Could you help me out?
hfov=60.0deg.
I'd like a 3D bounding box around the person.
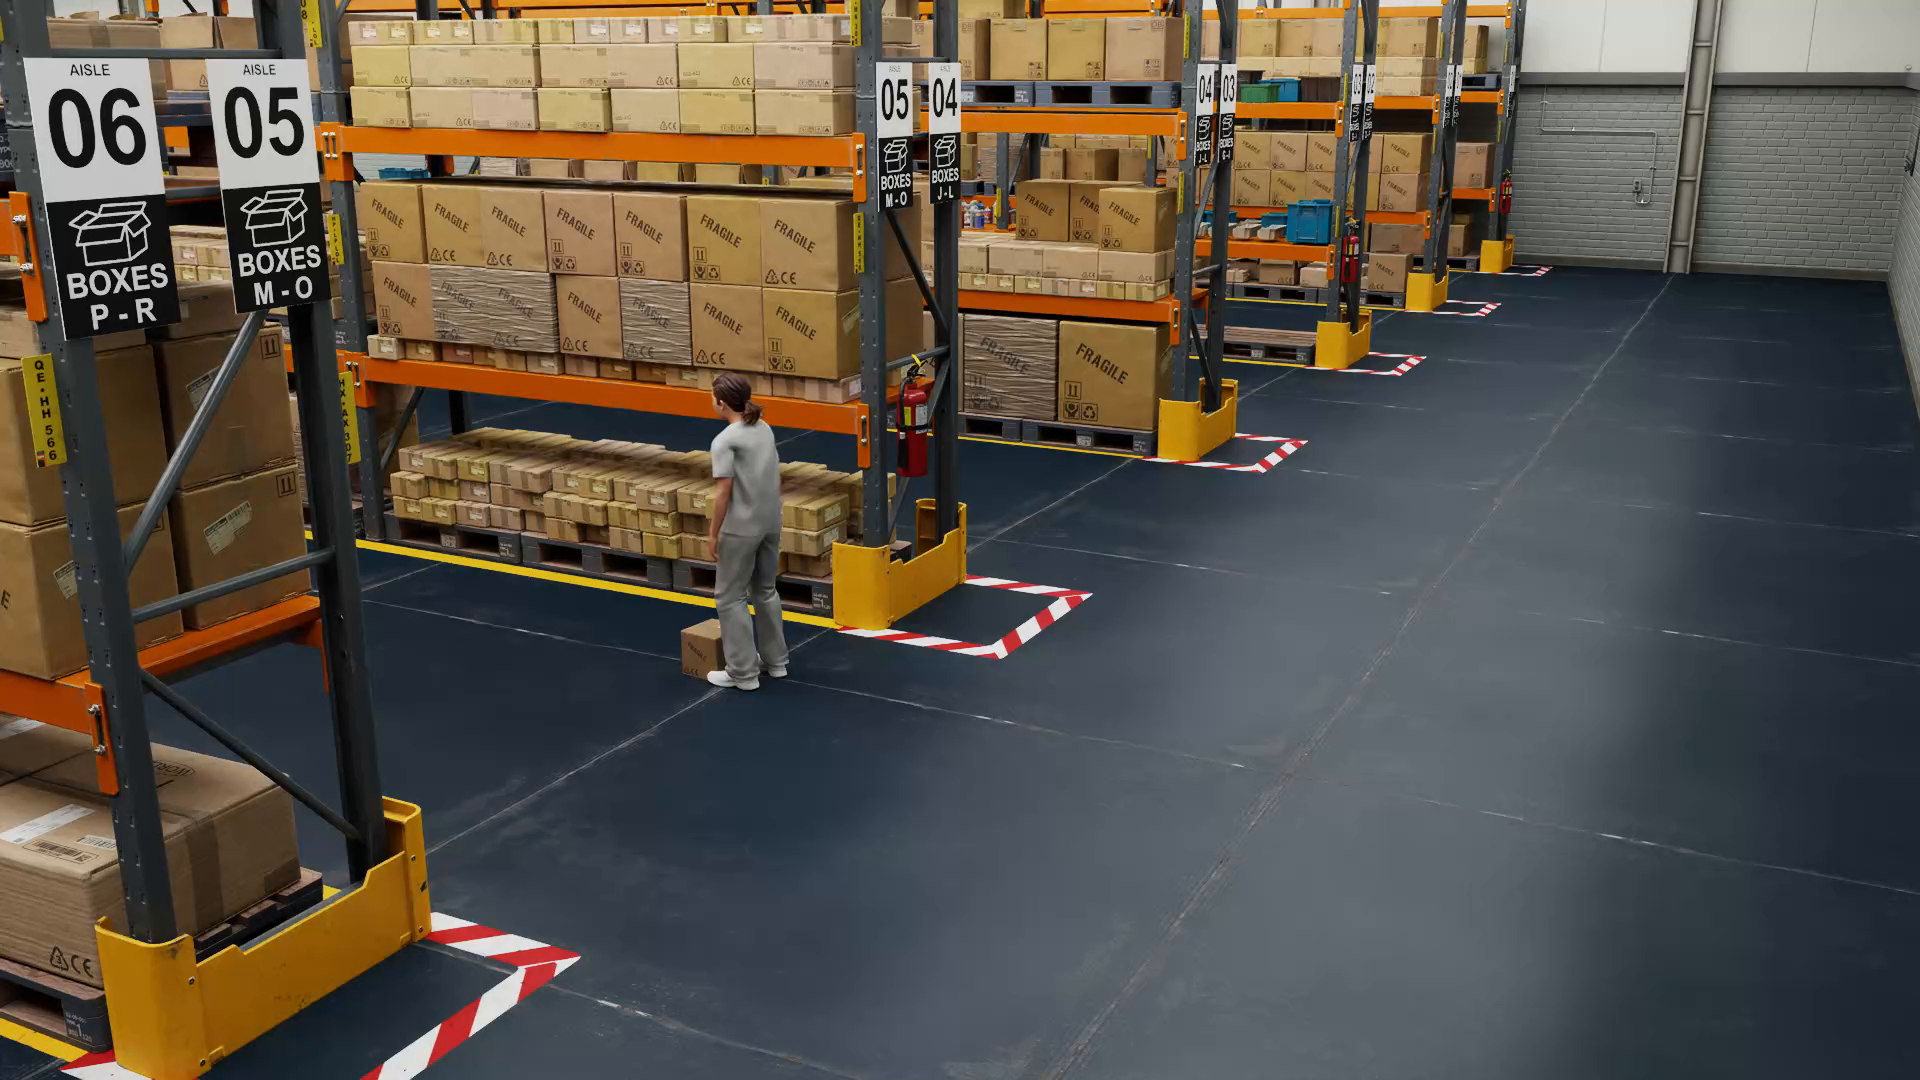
[{"bbox_3d":[-1.124,-0.049,8.704,0.359,1.673,0.486,11,19,34],"label":"person"}]
